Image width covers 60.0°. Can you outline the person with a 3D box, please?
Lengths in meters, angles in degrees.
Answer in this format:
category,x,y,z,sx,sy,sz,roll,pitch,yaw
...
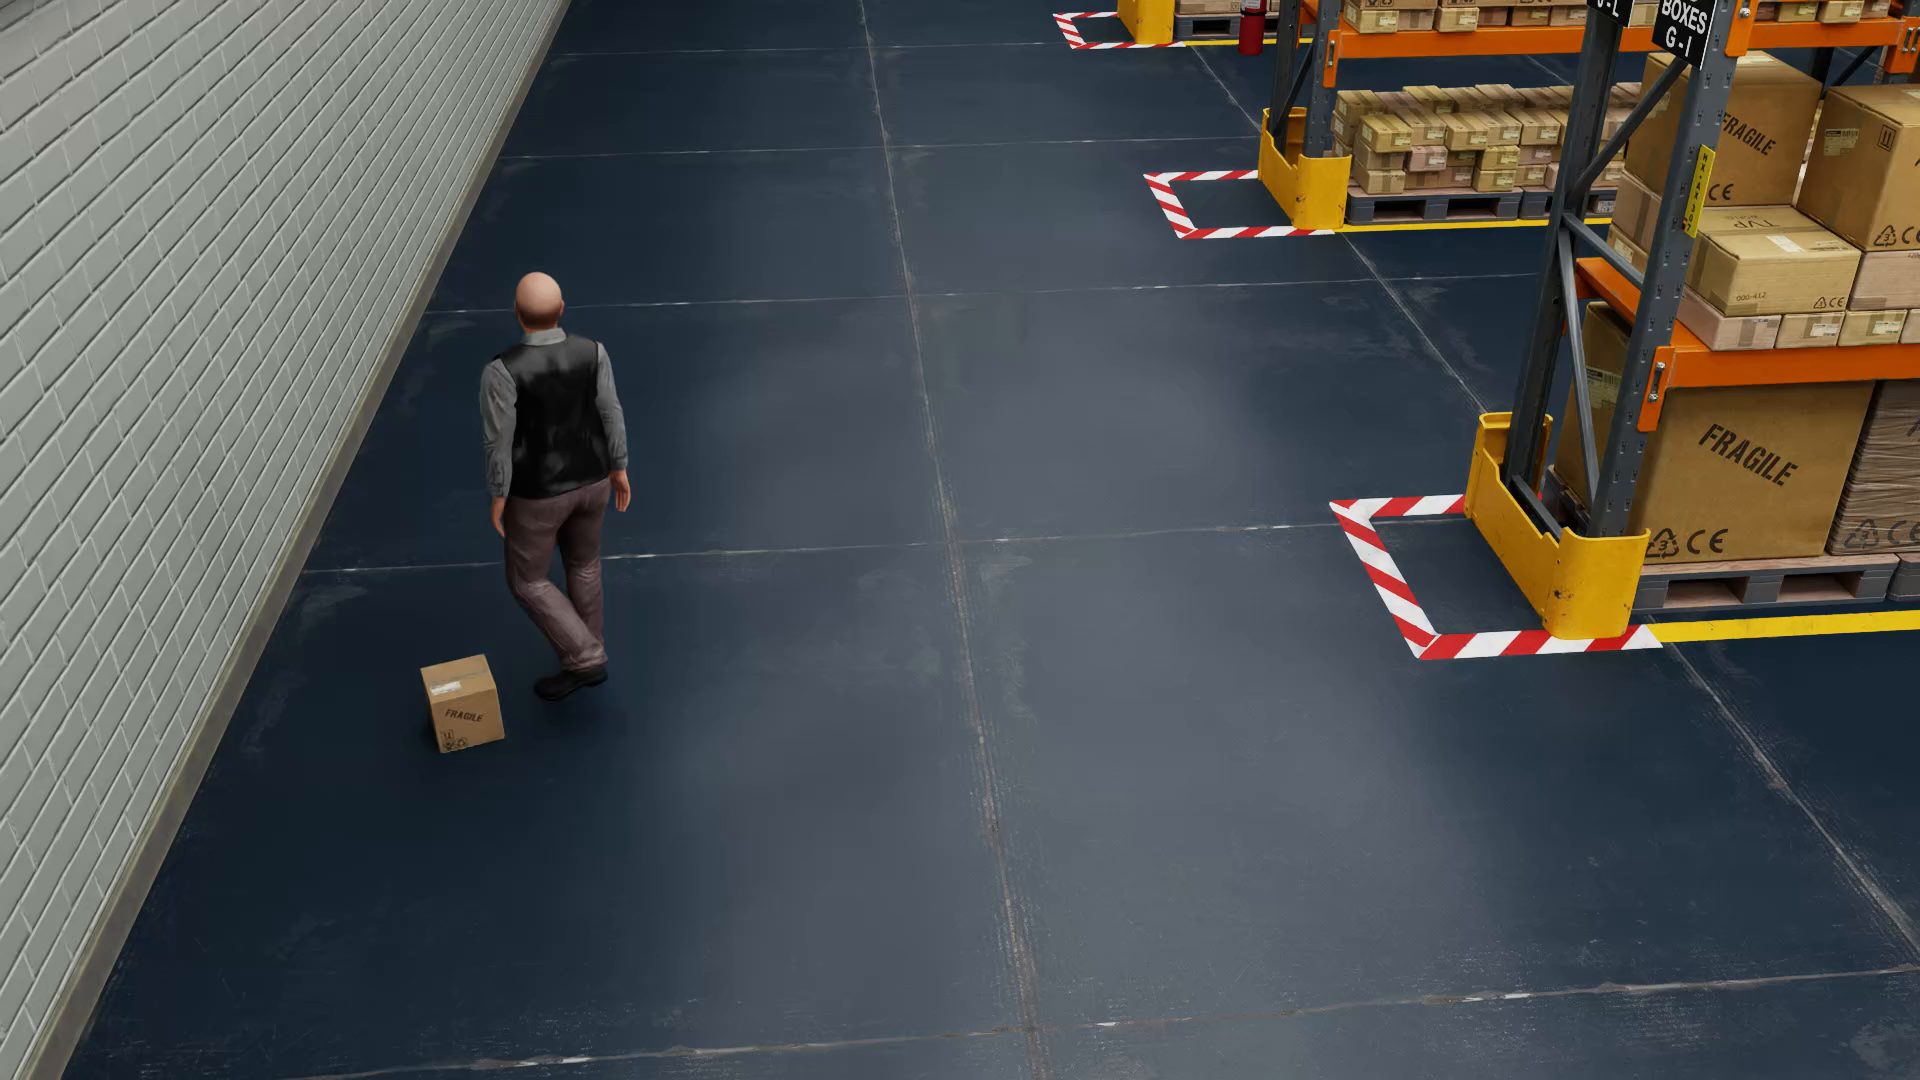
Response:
category,x,y,z,sx,sy,sz,roll,pitch,yaw
person,-1.526,-0.174,6.451,0.593,1.714,0.549,-23,38,-33
